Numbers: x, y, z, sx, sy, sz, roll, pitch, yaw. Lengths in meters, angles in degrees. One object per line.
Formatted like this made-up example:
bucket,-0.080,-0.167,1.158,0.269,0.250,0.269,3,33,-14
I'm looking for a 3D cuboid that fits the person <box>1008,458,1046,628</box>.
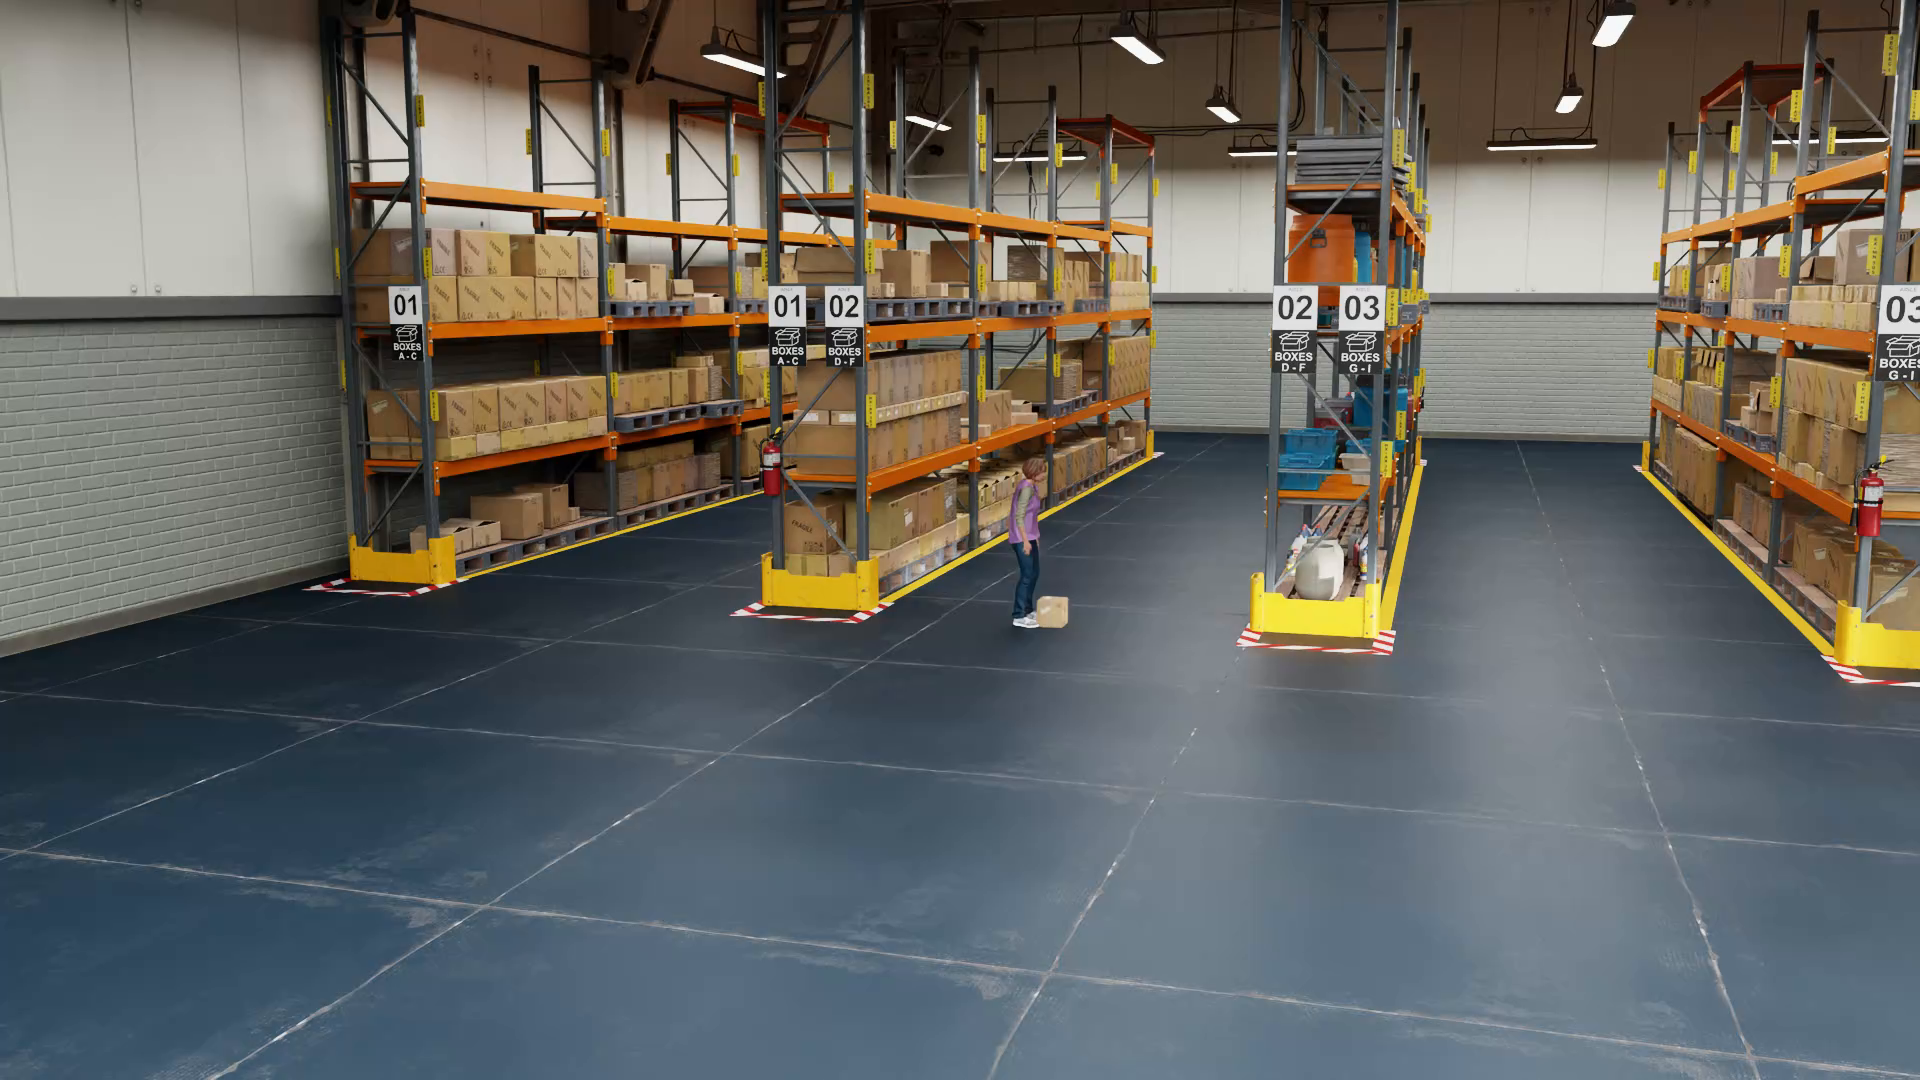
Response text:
person,0.639,0.014,15.790,0.347,1.591,0.466,2,9,14
